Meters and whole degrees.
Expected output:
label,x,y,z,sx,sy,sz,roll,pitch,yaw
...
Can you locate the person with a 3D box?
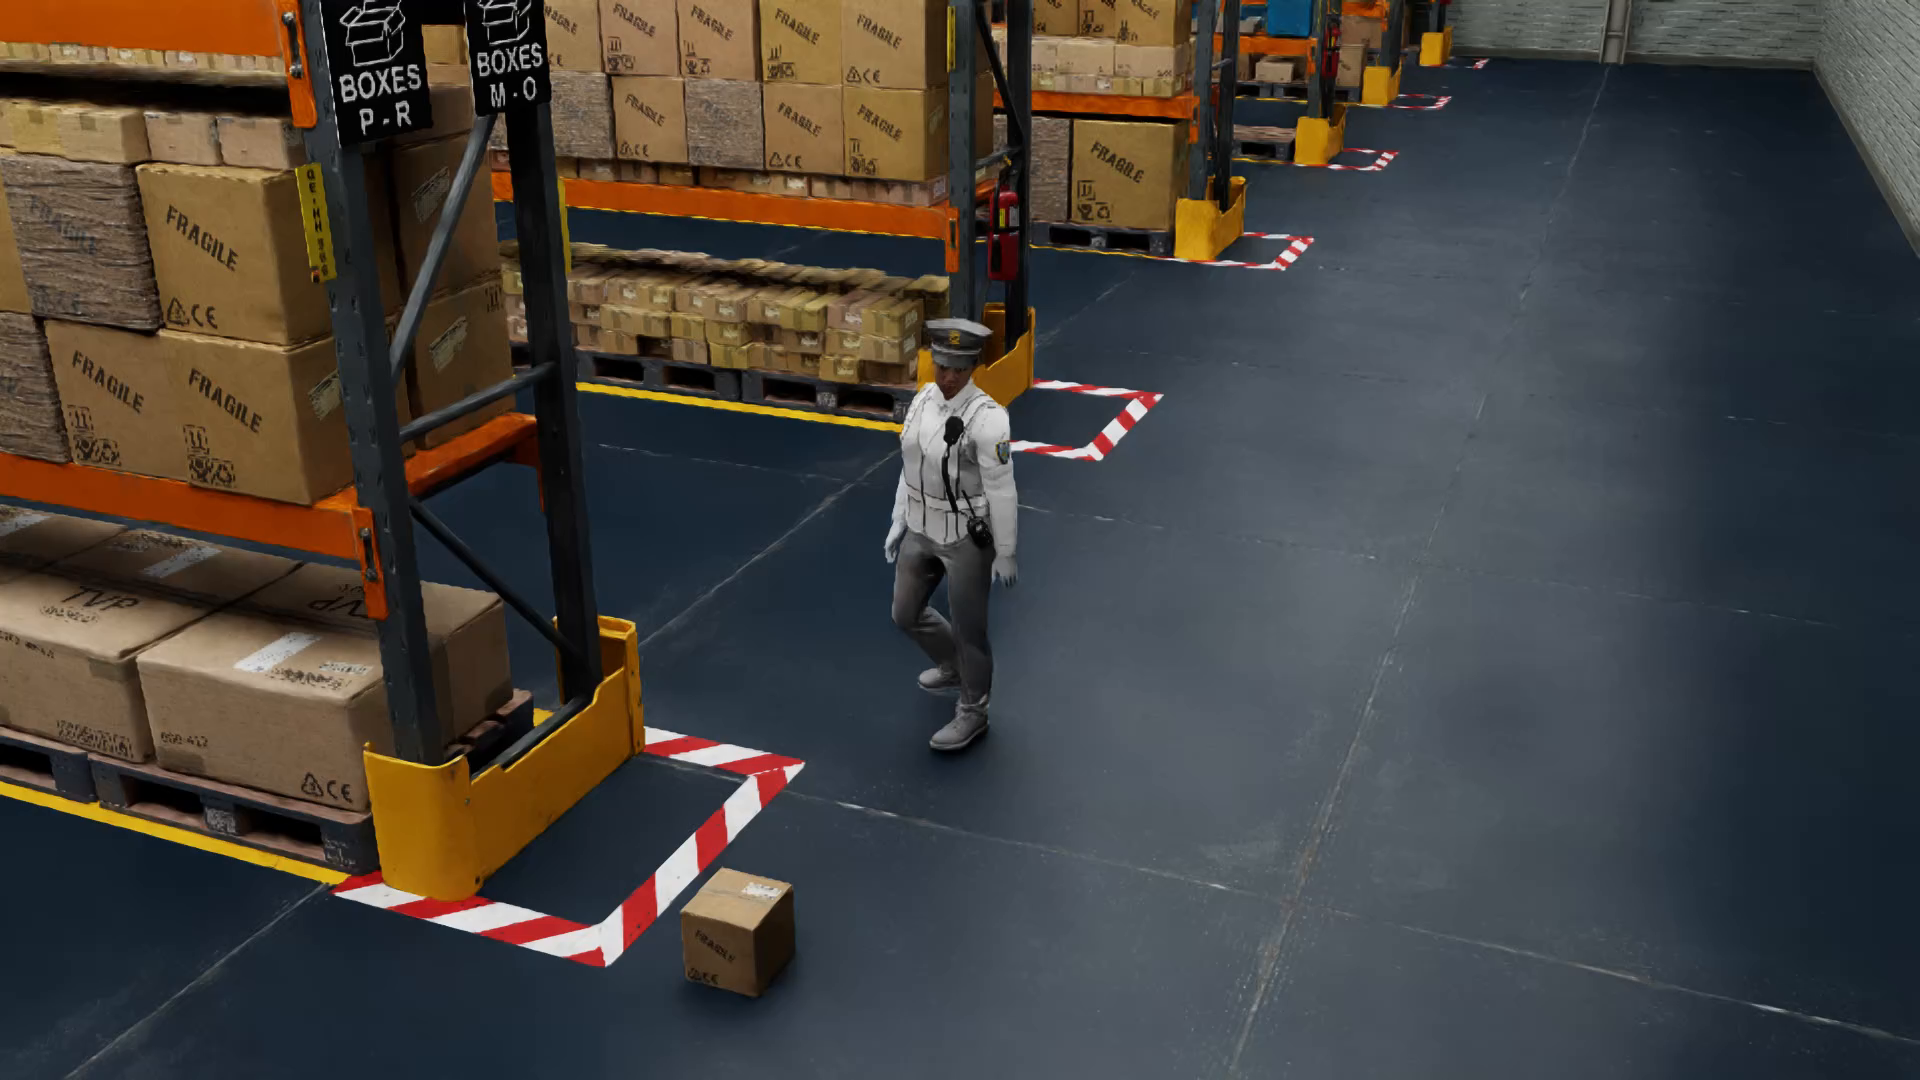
label,x,y,z,sx,sy,sz,roll,pitch,yaw
person,-0.027,-0.032,6.120,0.437,1.659,0.648,-18,29,-37
